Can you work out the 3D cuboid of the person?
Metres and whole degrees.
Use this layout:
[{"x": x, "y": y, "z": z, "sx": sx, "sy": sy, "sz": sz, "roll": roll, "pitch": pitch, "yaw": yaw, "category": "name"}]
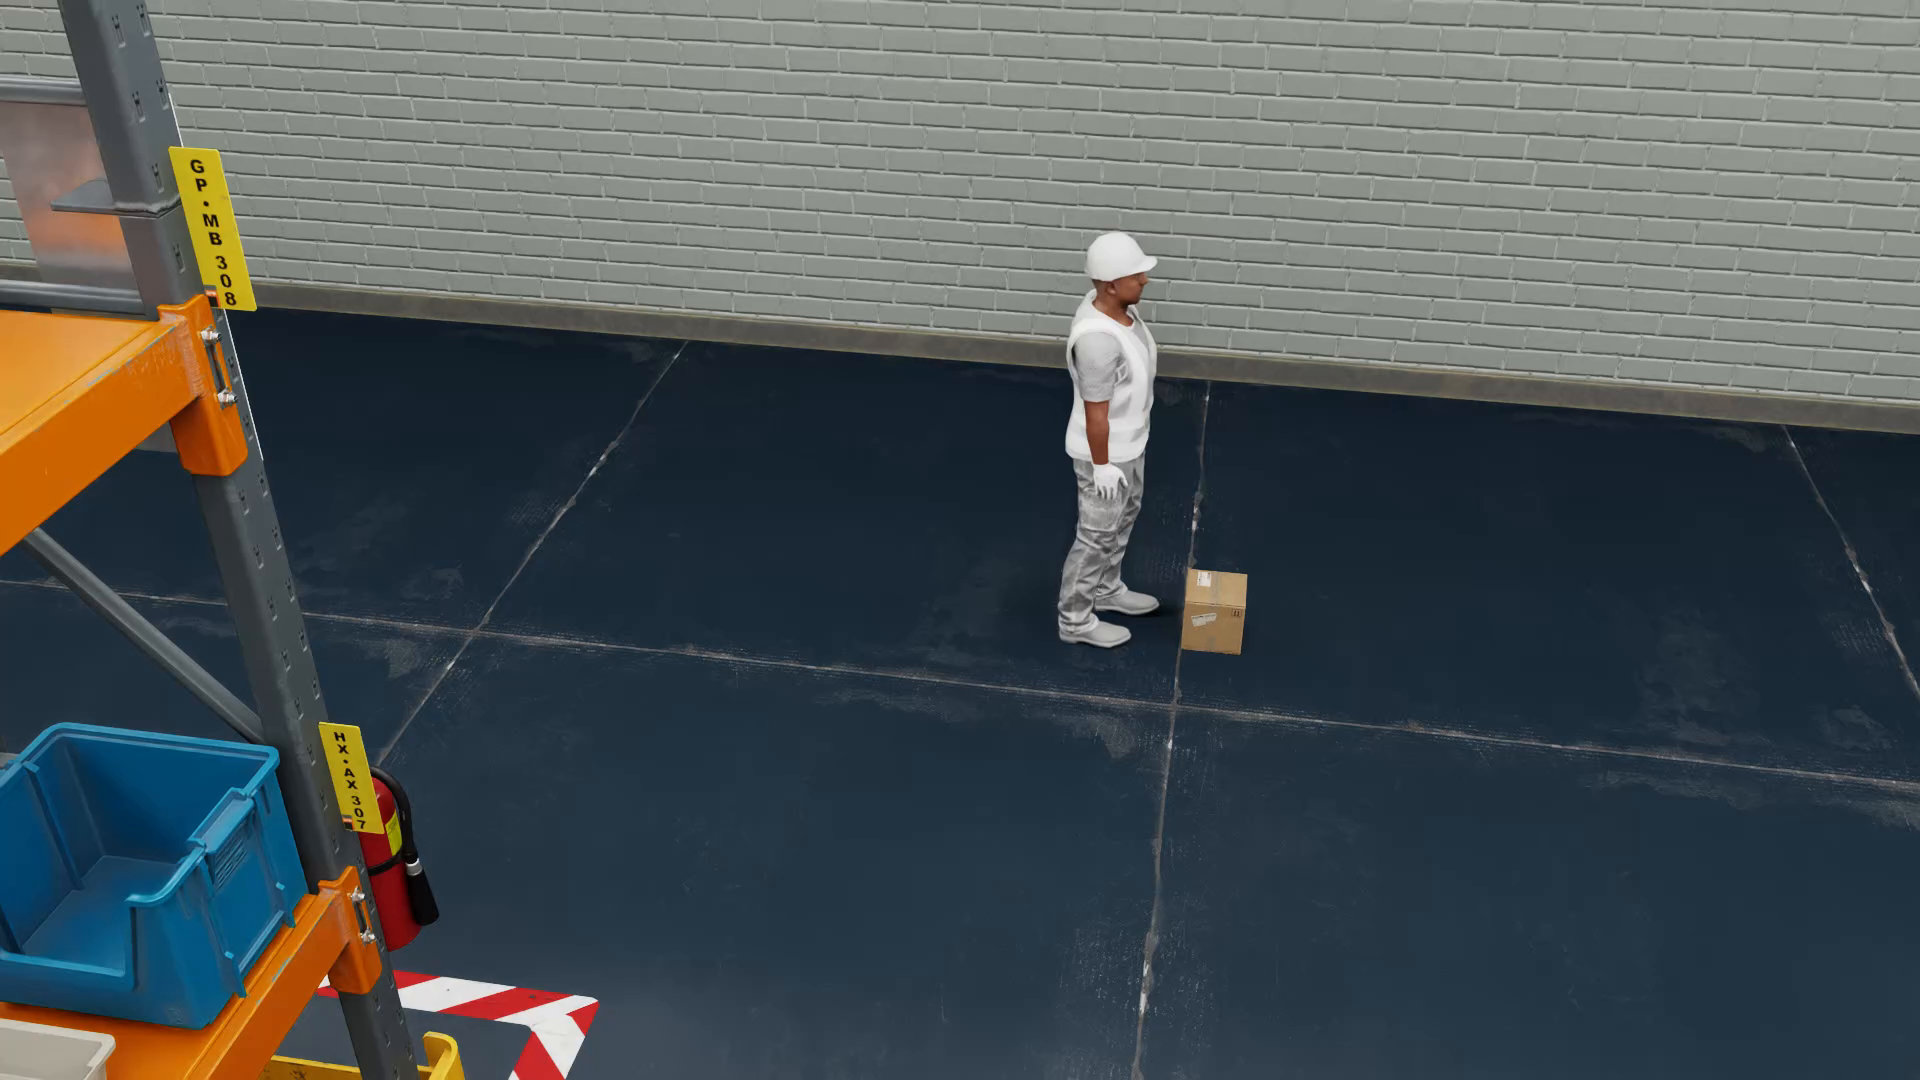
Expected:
[{"x": 0.640, "y": -0.393, "z": 6.745, "sx": 0.419, "sy": 1.785, "sz": 0.547, "roll": 6, "pitch": 33, "yaw": 10, "category": "person"}]
